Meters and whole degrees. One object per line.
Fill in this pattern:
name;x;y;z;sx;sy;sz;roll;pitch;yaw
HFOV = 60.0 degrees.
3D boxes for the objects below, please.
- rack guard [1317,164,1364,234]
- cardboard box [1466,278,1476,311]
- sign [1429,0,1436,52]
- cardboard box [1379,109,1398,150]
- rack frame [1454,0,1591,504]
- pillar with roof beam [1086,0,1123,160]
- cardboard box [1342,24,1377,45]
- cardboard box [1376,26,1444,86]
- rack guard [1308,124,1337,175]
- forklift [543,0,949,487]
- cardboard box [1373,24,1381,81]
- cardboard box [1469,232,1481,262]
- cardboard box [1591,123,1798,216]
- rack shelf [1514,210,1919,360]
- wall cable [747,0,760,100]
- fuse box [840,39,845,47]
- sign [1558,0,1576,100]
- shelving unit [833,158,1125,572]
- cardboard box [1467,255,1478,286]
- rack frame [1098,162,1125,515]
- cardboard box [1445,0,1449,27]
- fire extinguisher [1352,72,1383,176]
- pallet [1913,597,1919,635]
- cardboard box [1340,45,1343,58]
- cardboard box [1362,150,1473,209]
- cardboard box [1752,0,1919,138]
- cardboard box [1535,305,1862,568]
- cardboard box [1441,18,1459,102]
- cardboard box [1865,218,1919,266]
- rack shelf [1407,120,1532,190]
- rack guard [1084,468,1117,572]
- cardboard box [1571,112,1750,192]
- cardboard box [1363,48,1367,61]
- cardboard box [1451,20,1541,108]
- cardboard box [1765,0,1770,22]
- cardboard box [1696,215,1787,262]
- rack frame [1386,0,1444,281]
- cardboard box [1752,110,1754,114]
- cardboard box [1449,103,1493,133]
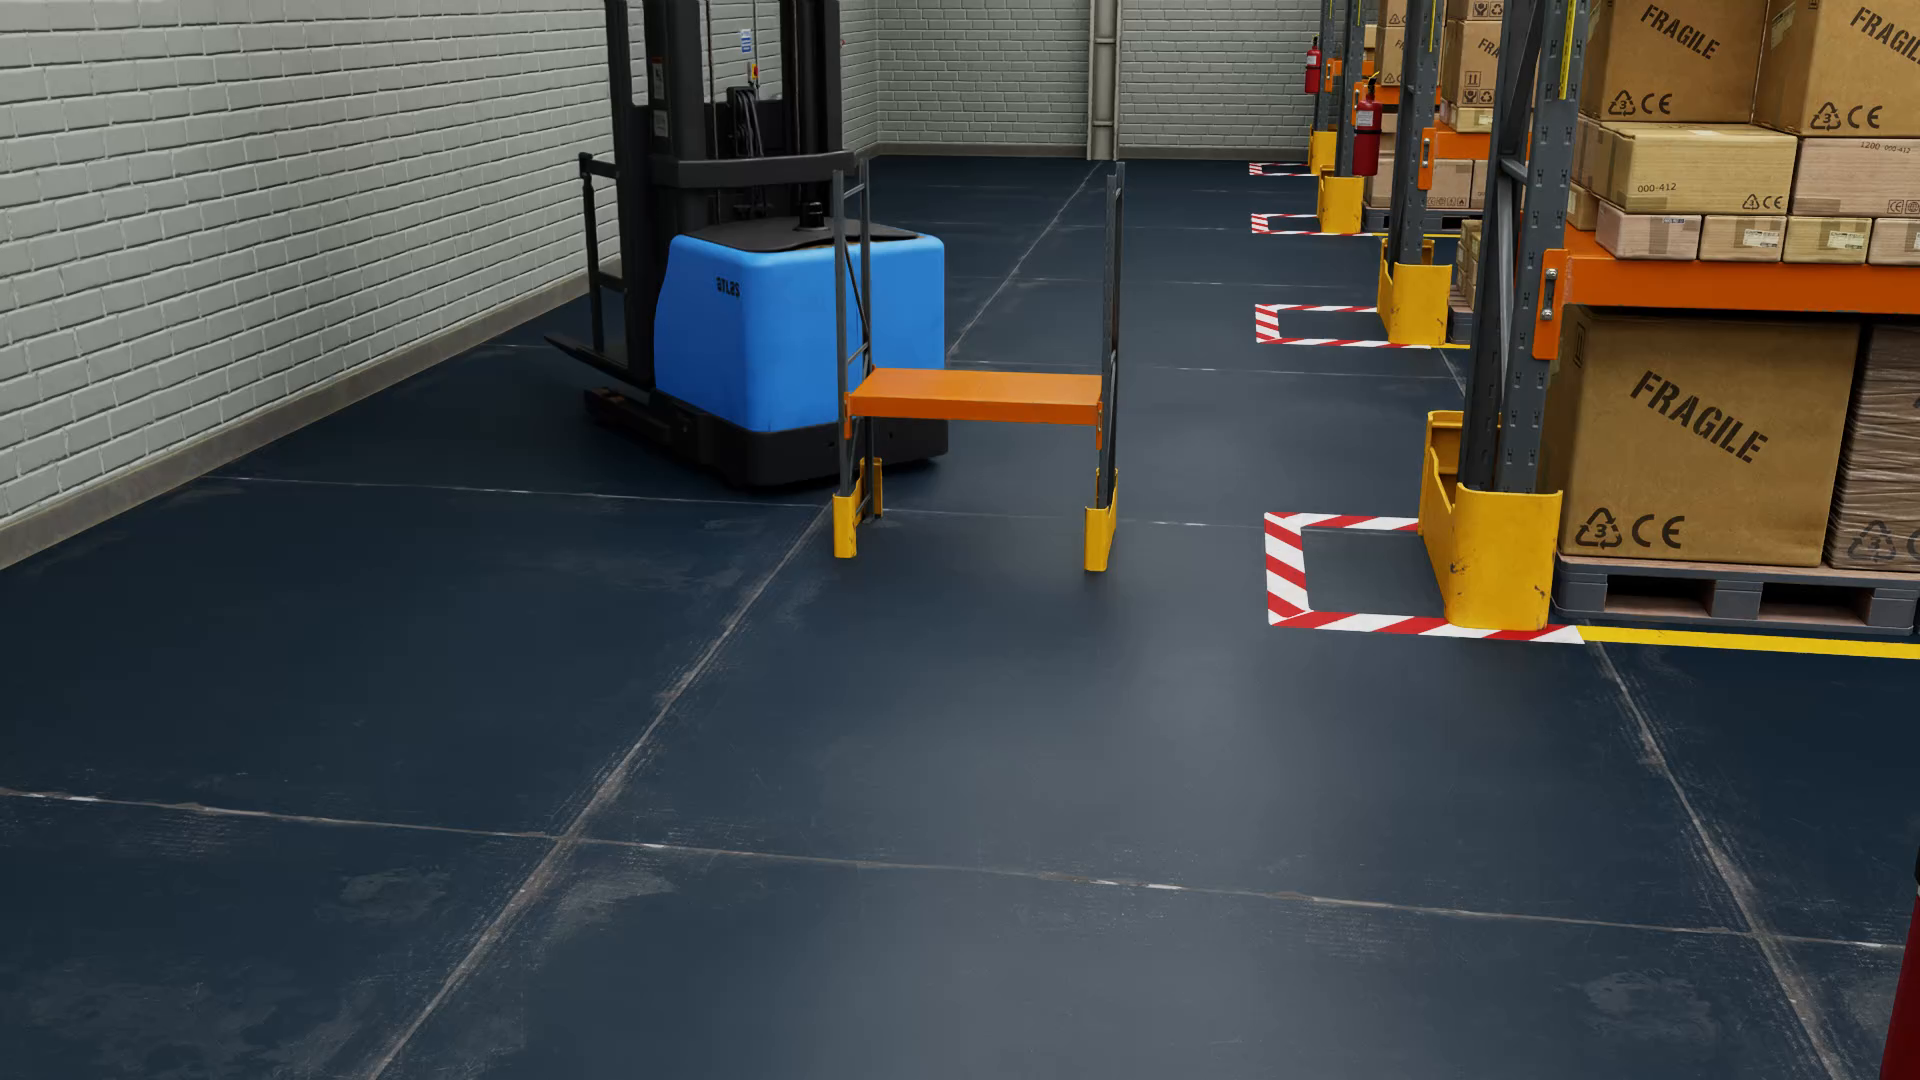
rack guard;3.562;-3.208;15.603;0.348;0.500;1.175;3;19;9
cardboard box;3.367;-1.557;10.560;0.250;0.149;0.380;3;19;10
sign;2.814;-3.077;9.908;0.005;0.325;0.100;3;19;9
cardboard box;4.958;-4.902;20.000;0.637;0.503;0.797;2;19;6
rack frame;2.014;-1.288;5.924;0.127;3.000;1.000;3;19;9
pillar with roof beam;1.167;-7.862;16.118;0.400;9.000;9.100;3;19;9
cardboard box;4.865;-6.077;20.007;0.500;0.250;0.500;3;19;10
cardboard box;4.014;-4.326;14.846;0.500;0.500;0.500;3;19;8
rack guard;4.444;-4.758;20.236;0.348;0.500;1.175;3;19;9
forklift;-1.299;-2.036;8.268;1.130;2.935;3.031;-12;22;-32
cardboard box;4.104;-4.498;15.362;0.500;0.500;0.500;3;19;9
cardboard box;3.364;-1.833;10.447;0.250;0.149;0.380;2;19;6
cardboard box;2.445;-1.249;5.576;0.500;0.250;0.500;2;19;7
rack shelf;3.988;-0.846;5.737;4.000;0.370;1.077;3;19;9
wall cable;-1.985;-5.165;15.863;0.123;1.953;0.585;3;19;9
fuse box;-1.508;-4.709;18.179;0.414;1.711;0.539;3;19;9
sign;1.920;-1.562;5.255;0.005;0.325;0.100;3;19;9
shelving unit;0.075;-0.707;6.554;1.083;1.500;0.587;3;19;9
cardboard box;3.377;-1.718;10.572;0.250;0.149;0.380;4;19;11
rack frame;0.586;-0.681;6.476;0.032;1.500;0.500;3;19;9
cardboard box;4.526;-4.777;14.618;0.500;0.500;0.500;2;19;7
fire extinguisher;2.725;-2.780;11.094;0.183;0.674;0.296;3;19;9
pallet;4.017;0.113;6.134;1.213;0.211;1.003;3;19;9
cardboard box;4.739;-5.896;20.092;0.250;0.149;0.380;3;19;8
cardboard box;4.253;-3.375;15.537;0.875;0.438;0.875;2;19;7
cardboard box;2.938;-1.579;5.381;0.500;0.500;0.500;2;19;7
cardboard box;2.658;-0.472;6.173;0.875;0.875;0.875;3;19;9
cardboard box;3.385;-3.083;10.663;0.500;0.500;0.500;3;19;10
cardboard box;3.076;-1.009;5.488;0.250;0.149;0.380;3;19;8
rack shelf;4.875;-2.395;10.366;4.000;0.370;1.077;3;19;9
rack guard;0.567;-0.090;6.677;0.087;0.250;0.587;3;19;9
cardboard box;2.534;-1.416;6.076;0.500;0.250;0.500;3;19;8
cardboard box;4.650;-5.726;19.585;0.250;0.149;0.380;3;19;8
cardboard box;3.300;-2.916;10.164;0.500;0.500;0.500;4;19;11
cardboard box;4.814;-3.312;9.773;0.500;0.500;0.500;2;19;7
cardboard box;2.565;-1.035;5.564;0.250;0.149;0.380;3;19;8
rack frame;2.900;-2.836;10.553;0.127;3.000;1.000;3;19;9
cardboard box;4.716;-2.536;10.050;0.250;0.149;0.380;4;19;11
cardboard box;3.168;-2.598;10.237;0.250;0.149;0.380;3;19;8
